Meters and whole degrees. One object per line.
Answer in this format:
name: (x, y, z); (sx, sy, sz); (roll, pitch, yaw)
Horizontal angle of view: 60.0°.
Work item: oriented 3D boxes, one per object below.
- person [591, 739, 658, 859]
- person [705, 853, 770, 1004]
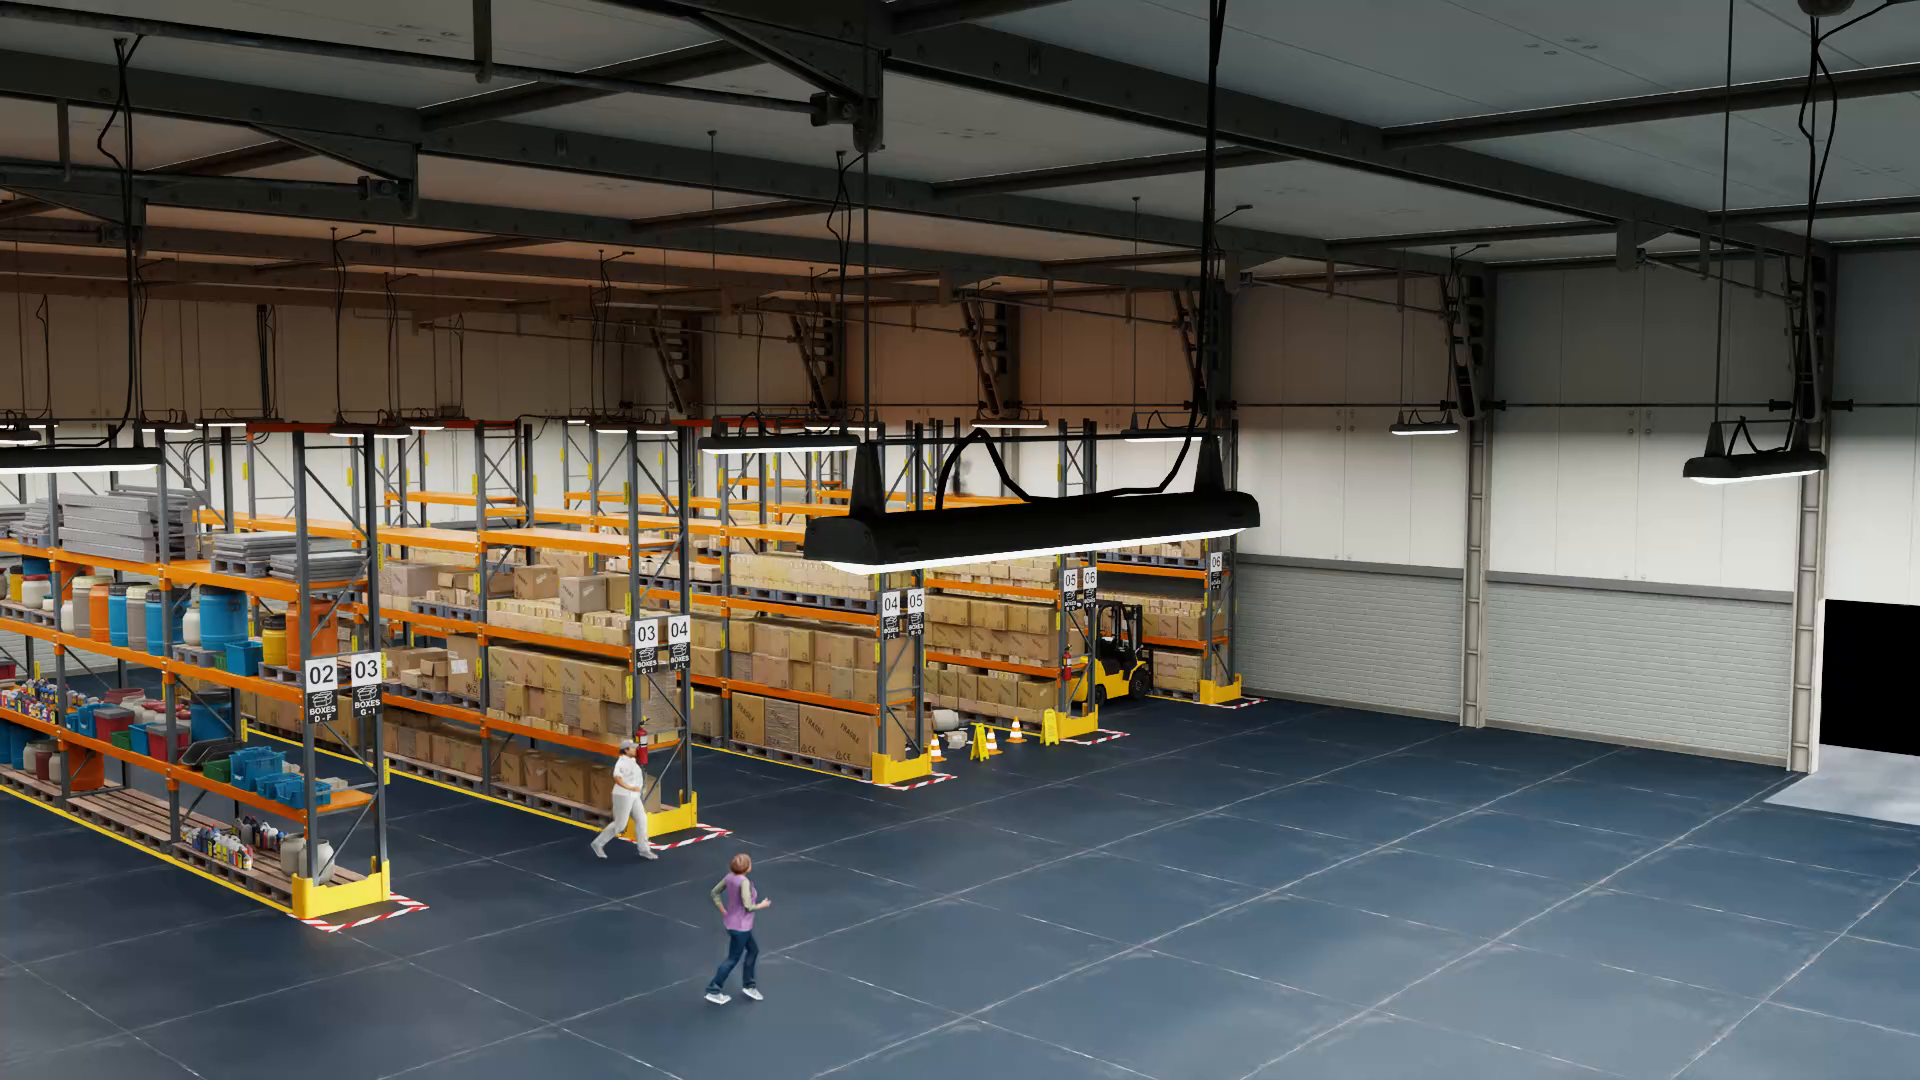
person: (-4.633, 3.609, 23.218); (0.925, 1.649, 0.690); (1, 5, 9)
person: (-2.338, 4.110, 17.483); (0.722, 1.641, 0.522); (-2, 5, -25)
